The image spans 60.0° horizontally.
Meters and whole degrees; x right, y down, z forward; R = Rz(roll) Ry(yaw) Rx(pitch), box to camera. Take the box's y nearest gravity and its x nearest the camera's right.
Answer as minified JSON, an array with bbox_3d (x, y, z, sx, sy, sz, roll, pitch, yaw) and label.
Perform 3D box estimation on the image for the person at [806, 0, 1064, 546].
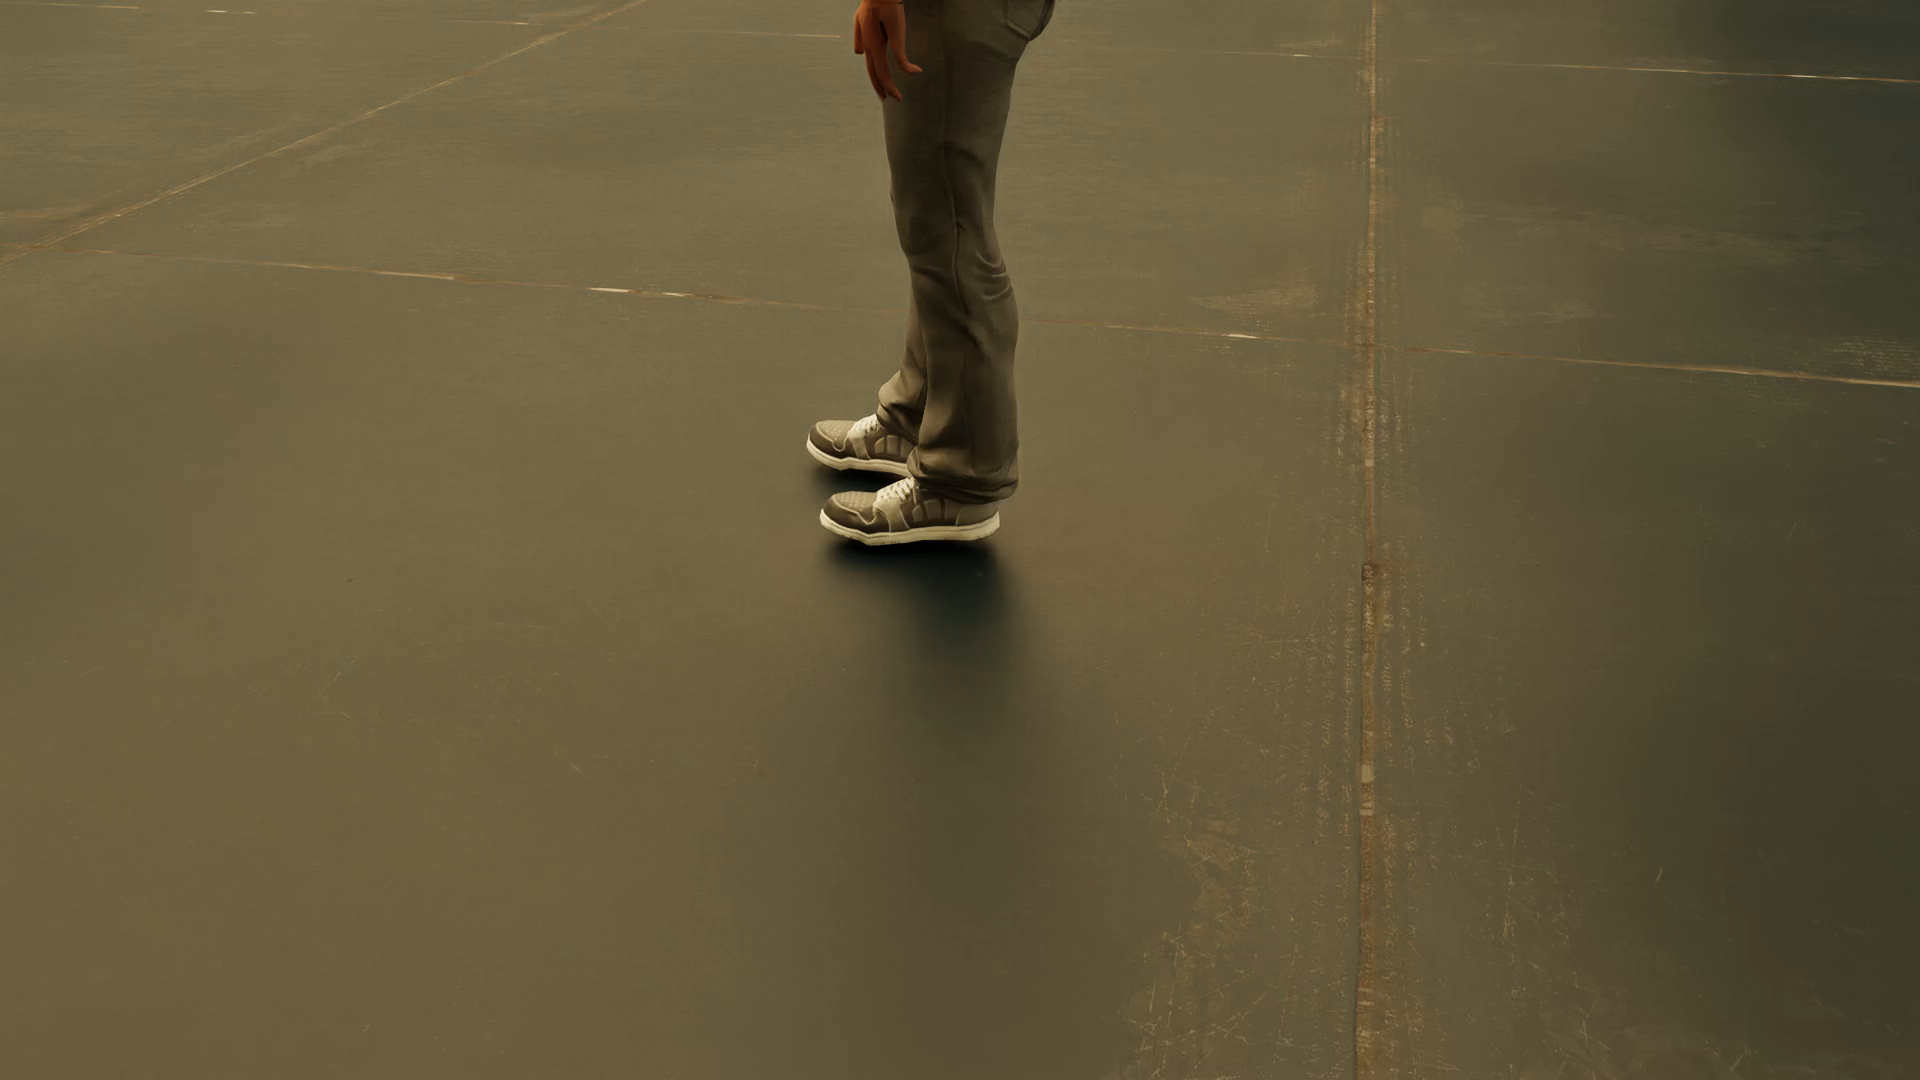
[{"bbox_3d":[-0.070,-0.733,2.164,0.473,1.599,0.521,6,27,11],"label":"person"}]
